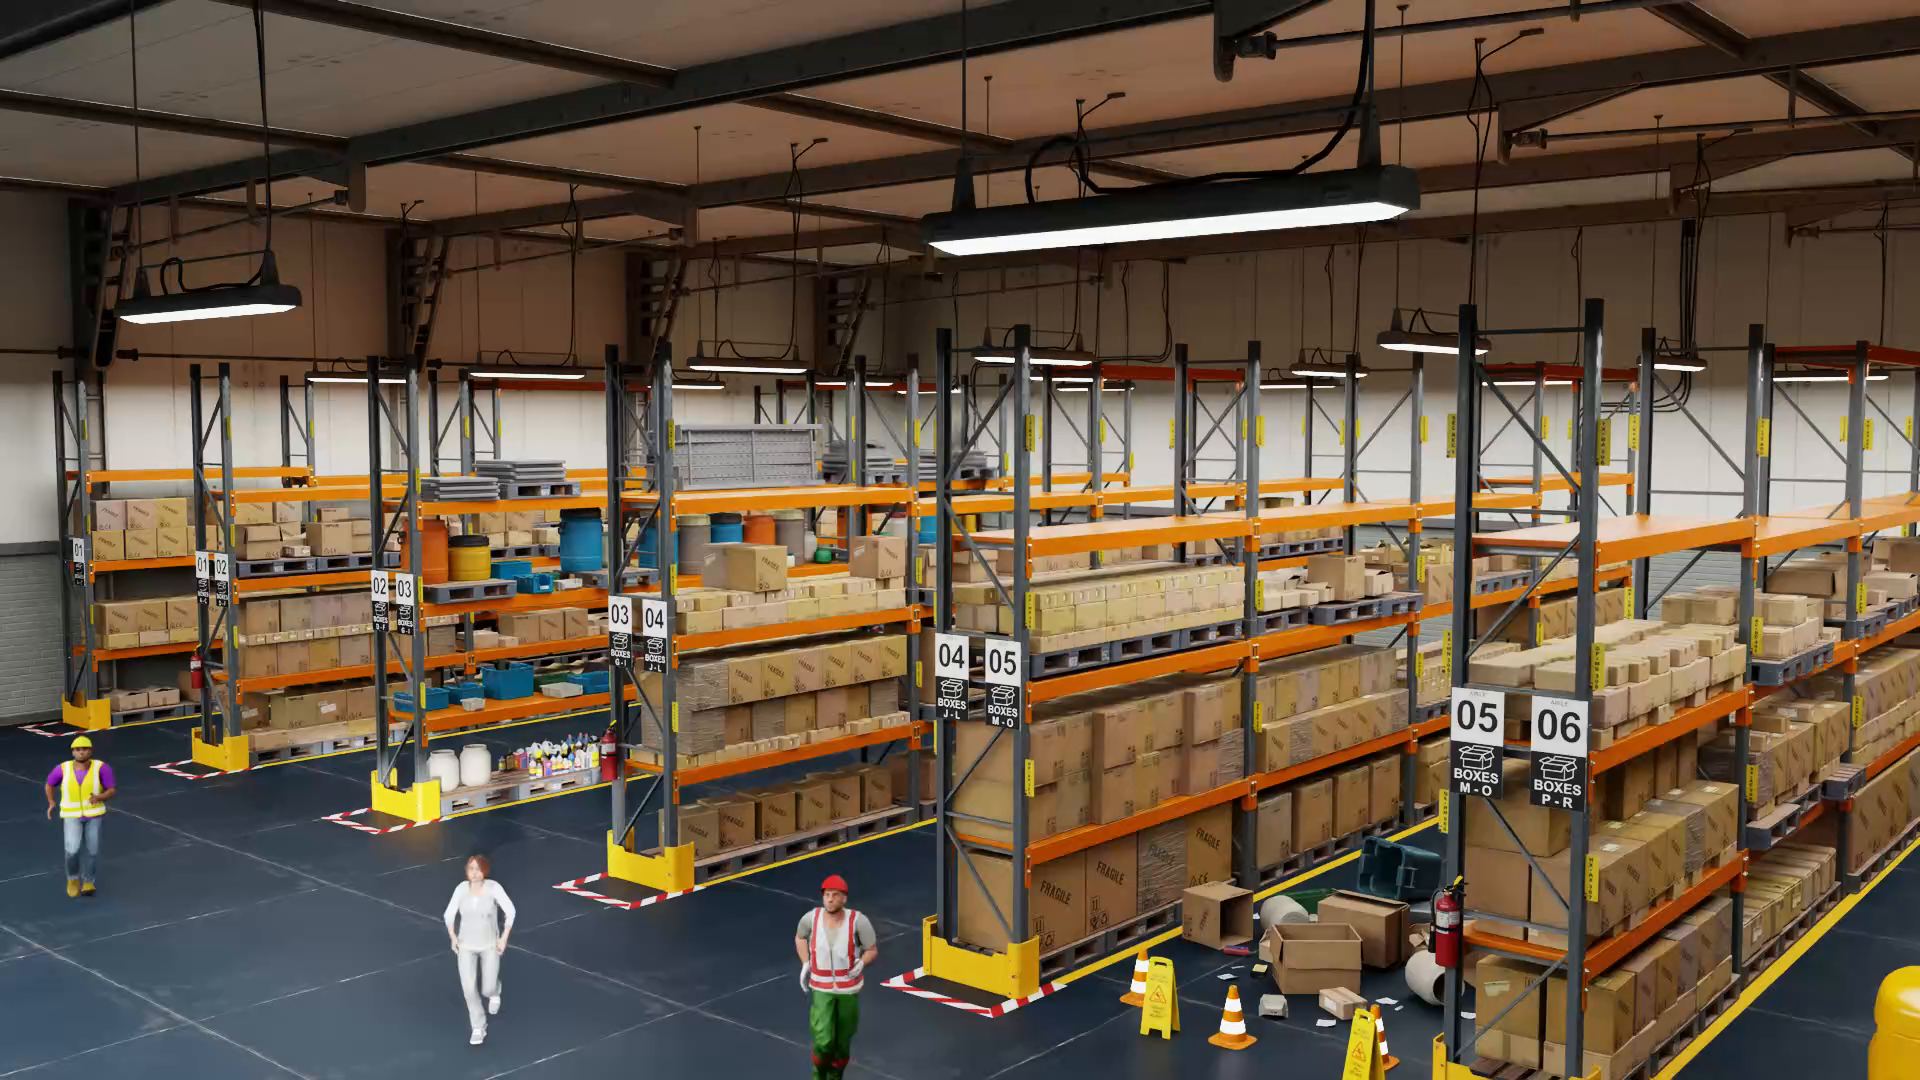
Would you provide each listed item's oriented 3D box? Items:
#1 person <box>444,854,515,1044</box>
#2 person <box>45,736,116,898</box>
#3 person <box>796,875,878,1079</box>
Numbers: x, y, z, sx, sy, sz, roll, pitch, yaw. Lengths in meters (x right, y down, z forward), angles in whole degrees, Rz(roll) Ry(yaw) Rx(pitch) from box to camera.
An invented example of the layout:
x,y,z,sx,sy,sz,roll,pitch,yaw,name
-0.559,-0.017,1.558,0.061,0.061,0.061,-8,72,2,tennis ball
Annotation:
x,y,z,sx,sy,sz,roll,pitch,yaw,name
-4.017,3.382,13.932,0.582,1.554,0.575,0,4,-6,person
-9.469,2.987,17.932,0.676,1.742,0.673,-2,5,-29,person
-0.926,3.383,12.427,0.624,1.770,0.667,0,4,-3,person
